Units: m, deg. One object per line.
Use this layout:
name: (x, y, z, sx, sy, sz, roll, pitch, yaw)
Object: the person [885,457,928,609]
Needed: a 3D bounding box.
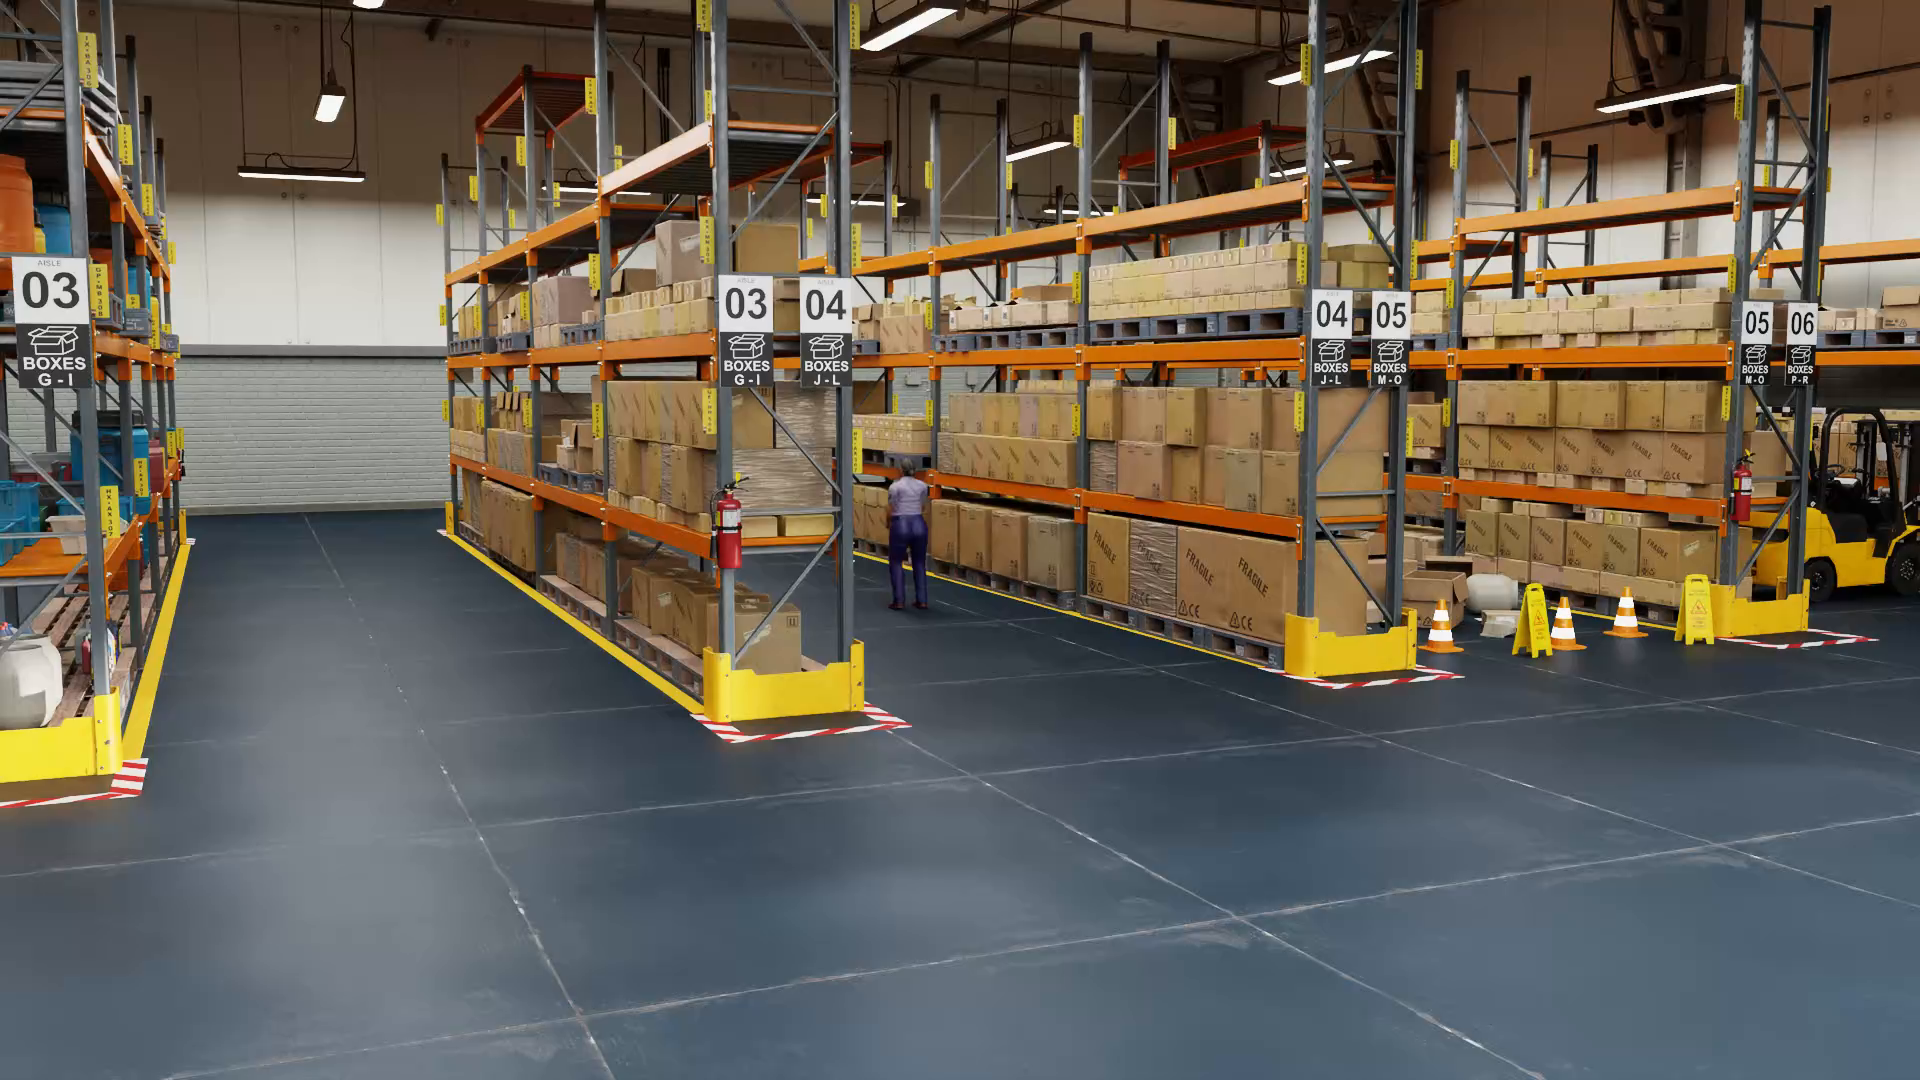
person: (-0.594, -0.082, 17.996, 0.453, 1.637, 0.523, -2, 6, -23)
